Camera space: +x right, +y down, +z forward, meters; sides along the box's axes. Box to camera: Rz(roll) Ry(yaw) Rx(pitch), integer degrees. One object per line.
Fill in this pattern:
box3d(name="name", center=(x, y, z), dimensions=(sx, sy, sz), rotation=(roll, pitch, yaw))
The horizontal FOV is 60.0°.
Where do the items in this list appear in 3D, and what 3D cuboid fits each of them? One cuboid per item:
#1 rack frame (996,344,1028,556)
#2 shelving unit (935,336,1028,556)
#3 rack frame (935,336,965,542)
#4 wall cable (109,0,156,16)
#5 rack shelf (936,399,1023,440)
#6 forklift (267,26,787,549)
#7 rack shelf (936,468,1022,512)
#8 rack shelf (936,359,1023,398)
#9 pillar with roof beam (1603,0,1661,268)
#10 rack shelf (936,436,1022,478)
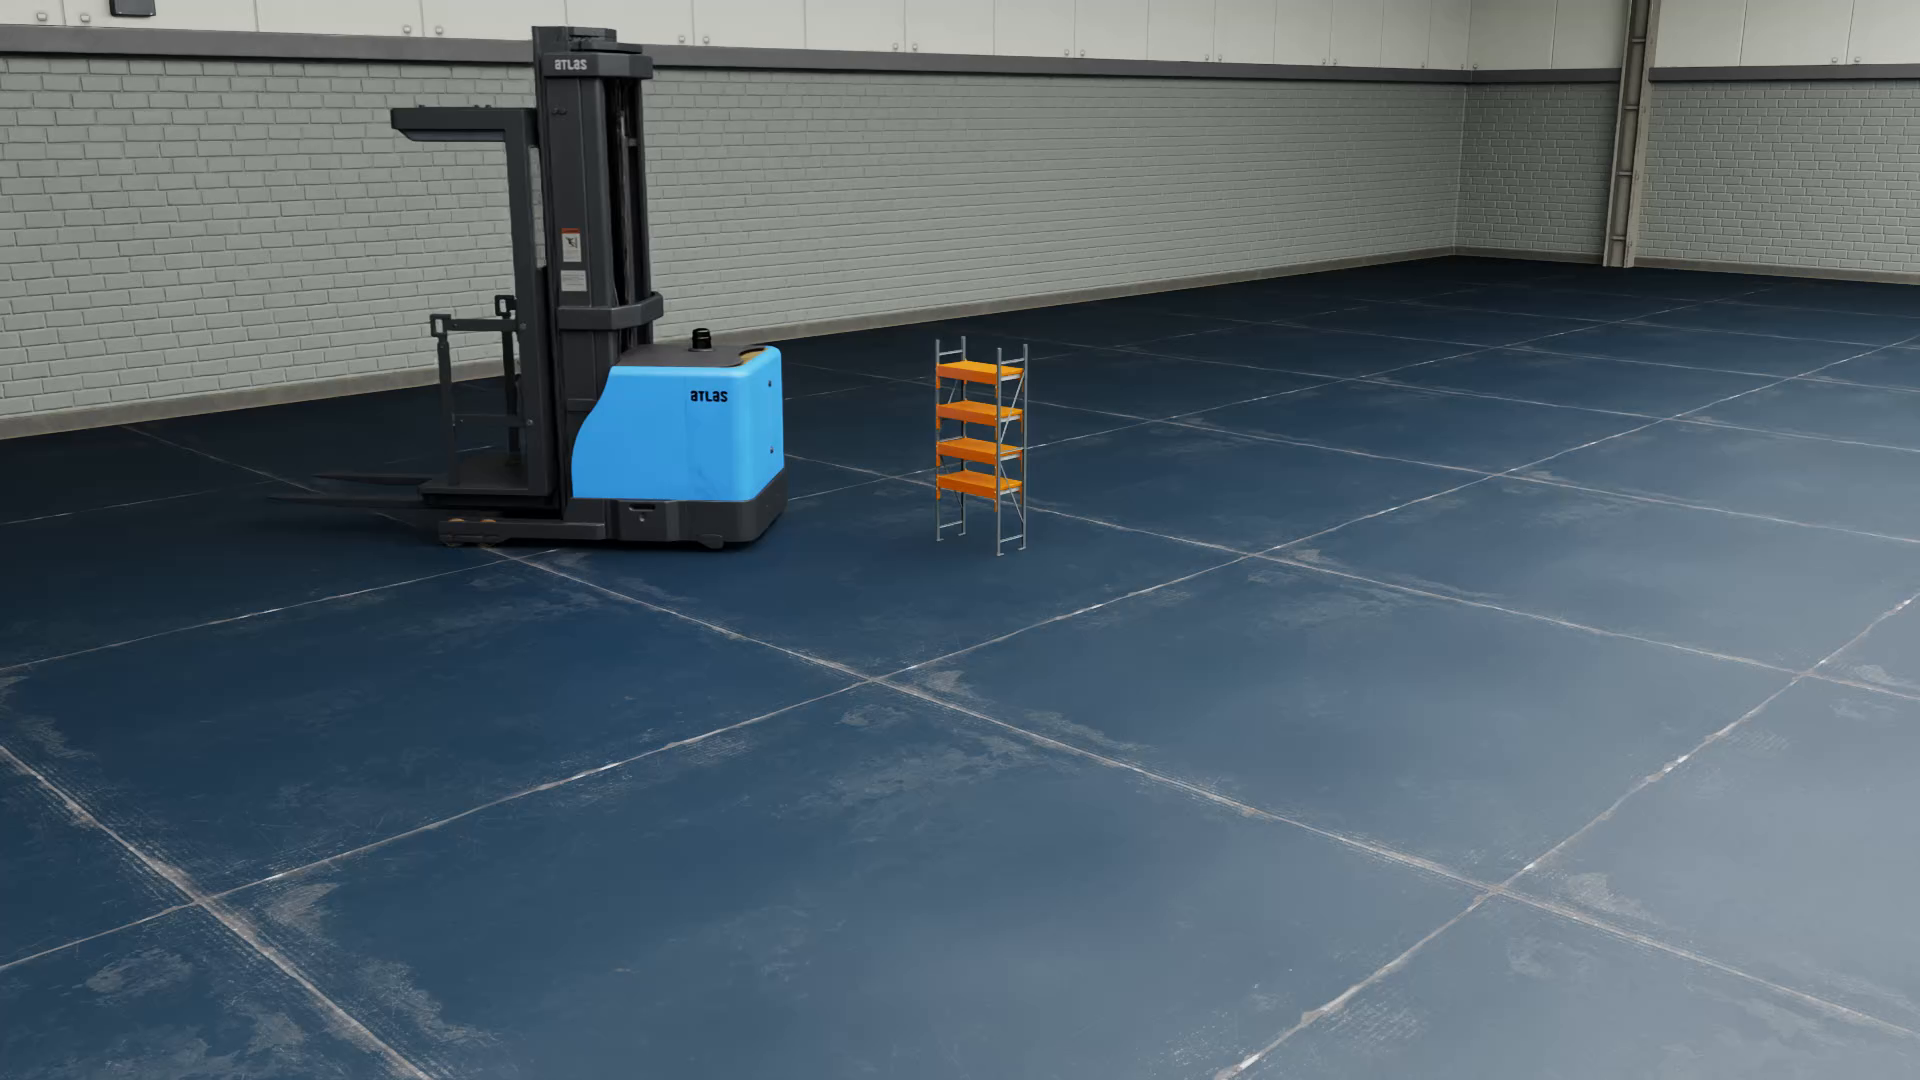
box3d(name="rack frame", center=(0.295, -0.509, 9.506), dimensions=(0.015, 1.200, 0.240), rotation=(14, 20, 42))
box3d(name="shelving unit", center=(0.119, -0.552, 9.670), dimensions=(0.503, 1.200, 0.258), rotation=(14, 20, 42))
box3d(name="rack frame", center=(-0.057, -0.594, 9.833), dimensions=(0.015, 1.200, 0.240), rotation=(14, 20, 42))
box3d(name="wall cable", center=(-5.781, -7.203, 12.984), dimensions=(0.169, 6.003, 2.305), rotation=(14, 20, 42))
box3d(name="rack shelf", center=(0.119, -0.703, 9.630), dimensions=(0.480, 0.148, 0.258), rotation=(14, 20, 42))
box3d(name="forklift", center=(-2.642, -1.504, 9.891), dimensions=(3.031, 2.935, 1.130), rotation=(2, 15, 6))
box3d(name="rack shelf", center=(0.119, -0.294, 9.737), dimensions=(0.480, 0.148, 0.258), rotation=(14, 20, 42))
box3d(name="rack shelf", center=(0.119, -0.932, 9.571), dimensions=(0.480, 0.148, 0.258), rotation=(14, 20, 42))
box3d(name="pillar with roof beam", center=(7.697, -8.017, 22.854), dimensions=(0.400, 9.000, 9.100), rotation=(14, 20, 42))
box3d(name="rack shelf", center=(0.119, -0.487, 9.687), dimensions=(0.480, 0.148, 0.258), rotation=(14, 20, 42))
